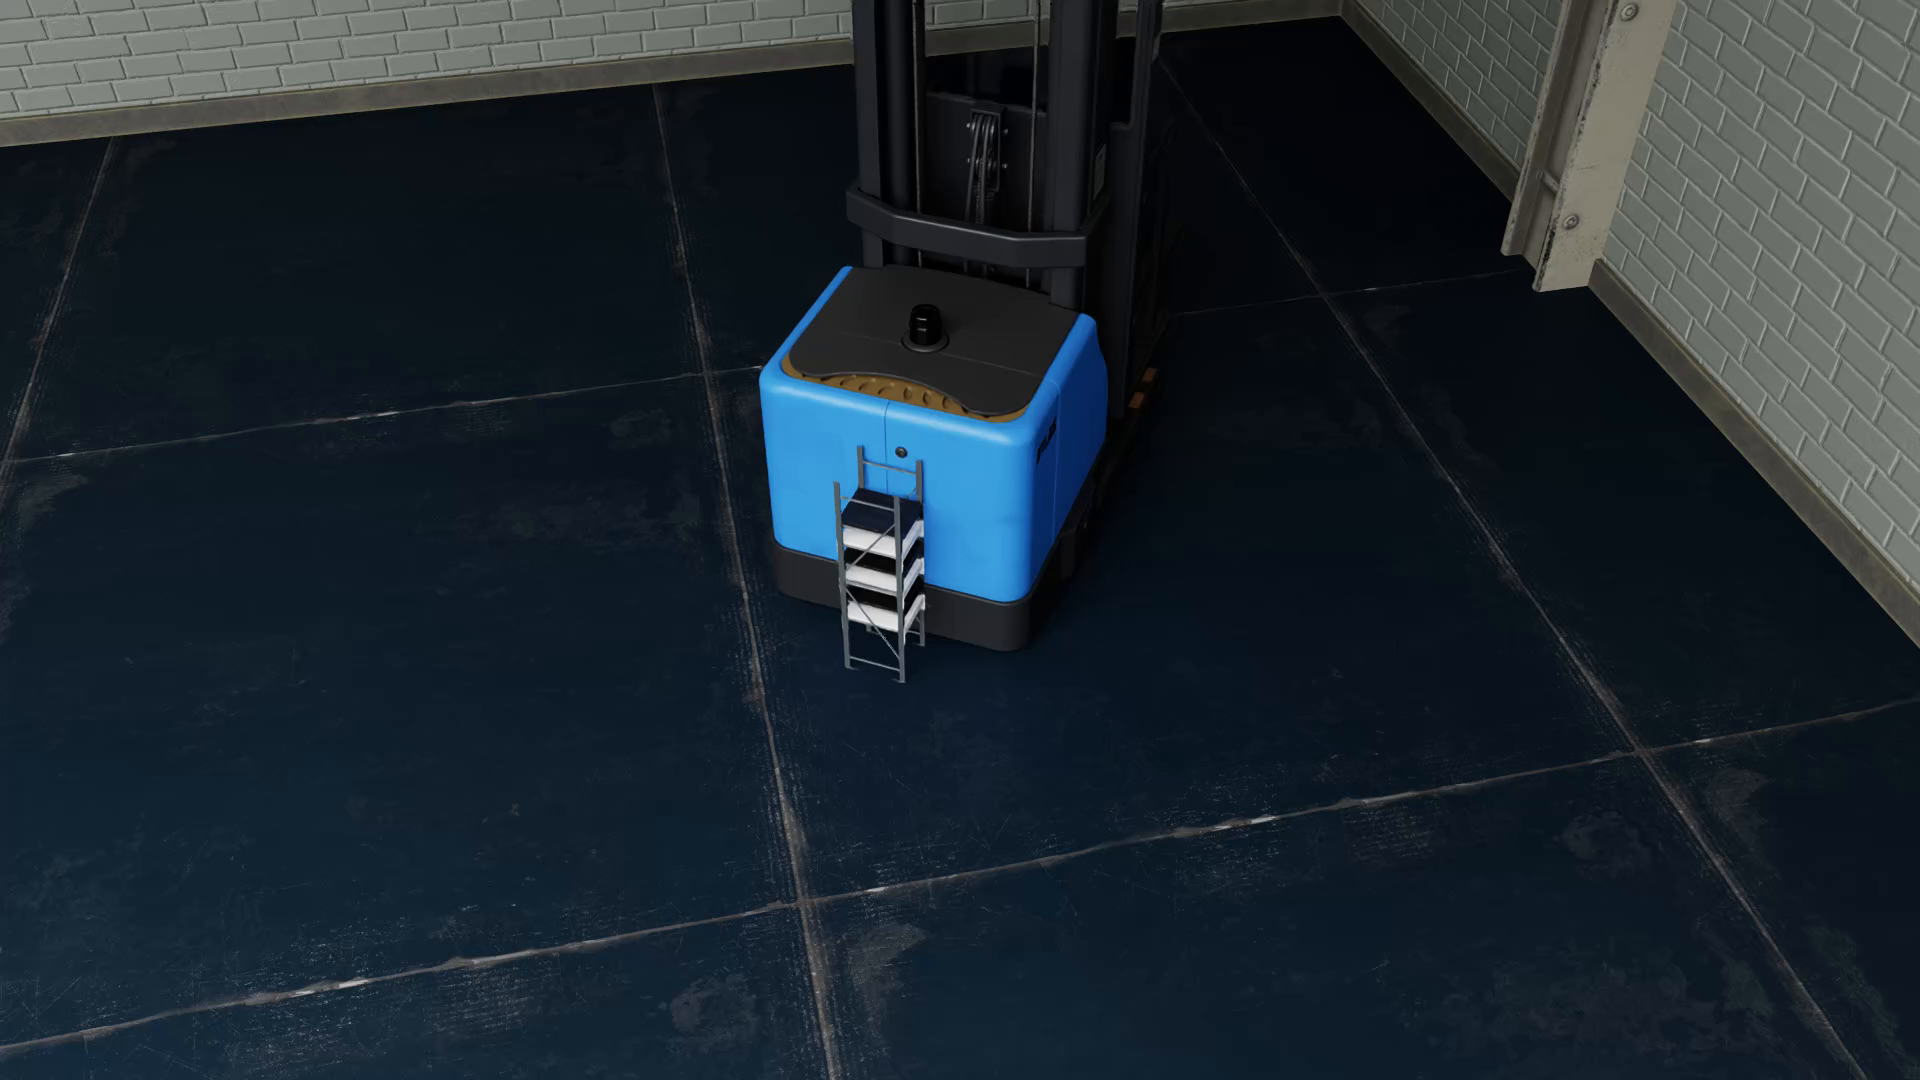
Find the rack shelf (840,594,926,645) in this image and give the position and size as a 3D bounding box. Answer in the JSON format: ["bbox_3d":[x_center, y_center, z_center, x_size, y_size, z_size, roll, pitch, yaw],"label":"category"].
[{"bbox_3d":[-0.279,0.263,6.098,0.258,0.077,0.200,14,43,15],"label":"rack shelf"}]

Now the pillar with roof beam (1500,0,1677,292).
[{"bbox_3d":[-1.284,-4.108,4.600,9.100,9.000,0.400,-8,42,-9],"label":"pillar with roof beam"}]

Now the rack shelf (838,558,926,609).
[{"bbox_3d":[-0.279,0.128,5.978,0.258,0.077,0.200,14,43,15],"label":"rack shelf"}]

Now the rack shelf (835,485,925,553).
[{"bbox_3d":[-0.279,-0.074,5.799,0.258,0.077,0.200,14,43,15],"label":"rack shelf"}]

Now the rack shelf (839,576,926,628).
[{"bbox_3d":[-0.279,0.195,6.038,0.258,0.077,0.200,14,43,15],"label":"rack shelf"}]

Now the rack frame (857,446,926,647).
[{"bbox_3d":[-0.244,0.040,6.027,0.240,0.900,0.006,14,43,15],"label":"rack frame"}]

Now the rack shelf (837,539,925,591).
[{"bbox_3d":[-0.279,0.061,5.918,0.258,0.077,0.200,14,43,15],"label":"rack shelf"}]

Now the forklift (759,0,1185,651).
[{"bbox_3d":[0.267,-1.671,6.425,1.130,2.935,3.031,14,43,15],"label":"forklift"}]

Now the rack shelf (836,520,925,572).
[{"bbox_3d":[-0.279,-0.007,5.859,0.258,0.077,0.200,14,43,15],"label":"rack shelf"}]

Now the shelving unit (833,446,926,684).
[{"bbox_3d":[-0.279,0.103,5.956,0.258,0.900,0.210,14,43,15],"label":"shelving unit"}]

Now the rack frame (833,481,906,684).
[{"bbox_3d":[-0.315,0.166,5.885,0.240,0.900,0.006,14,43,15],"label":"rack frame"}]
